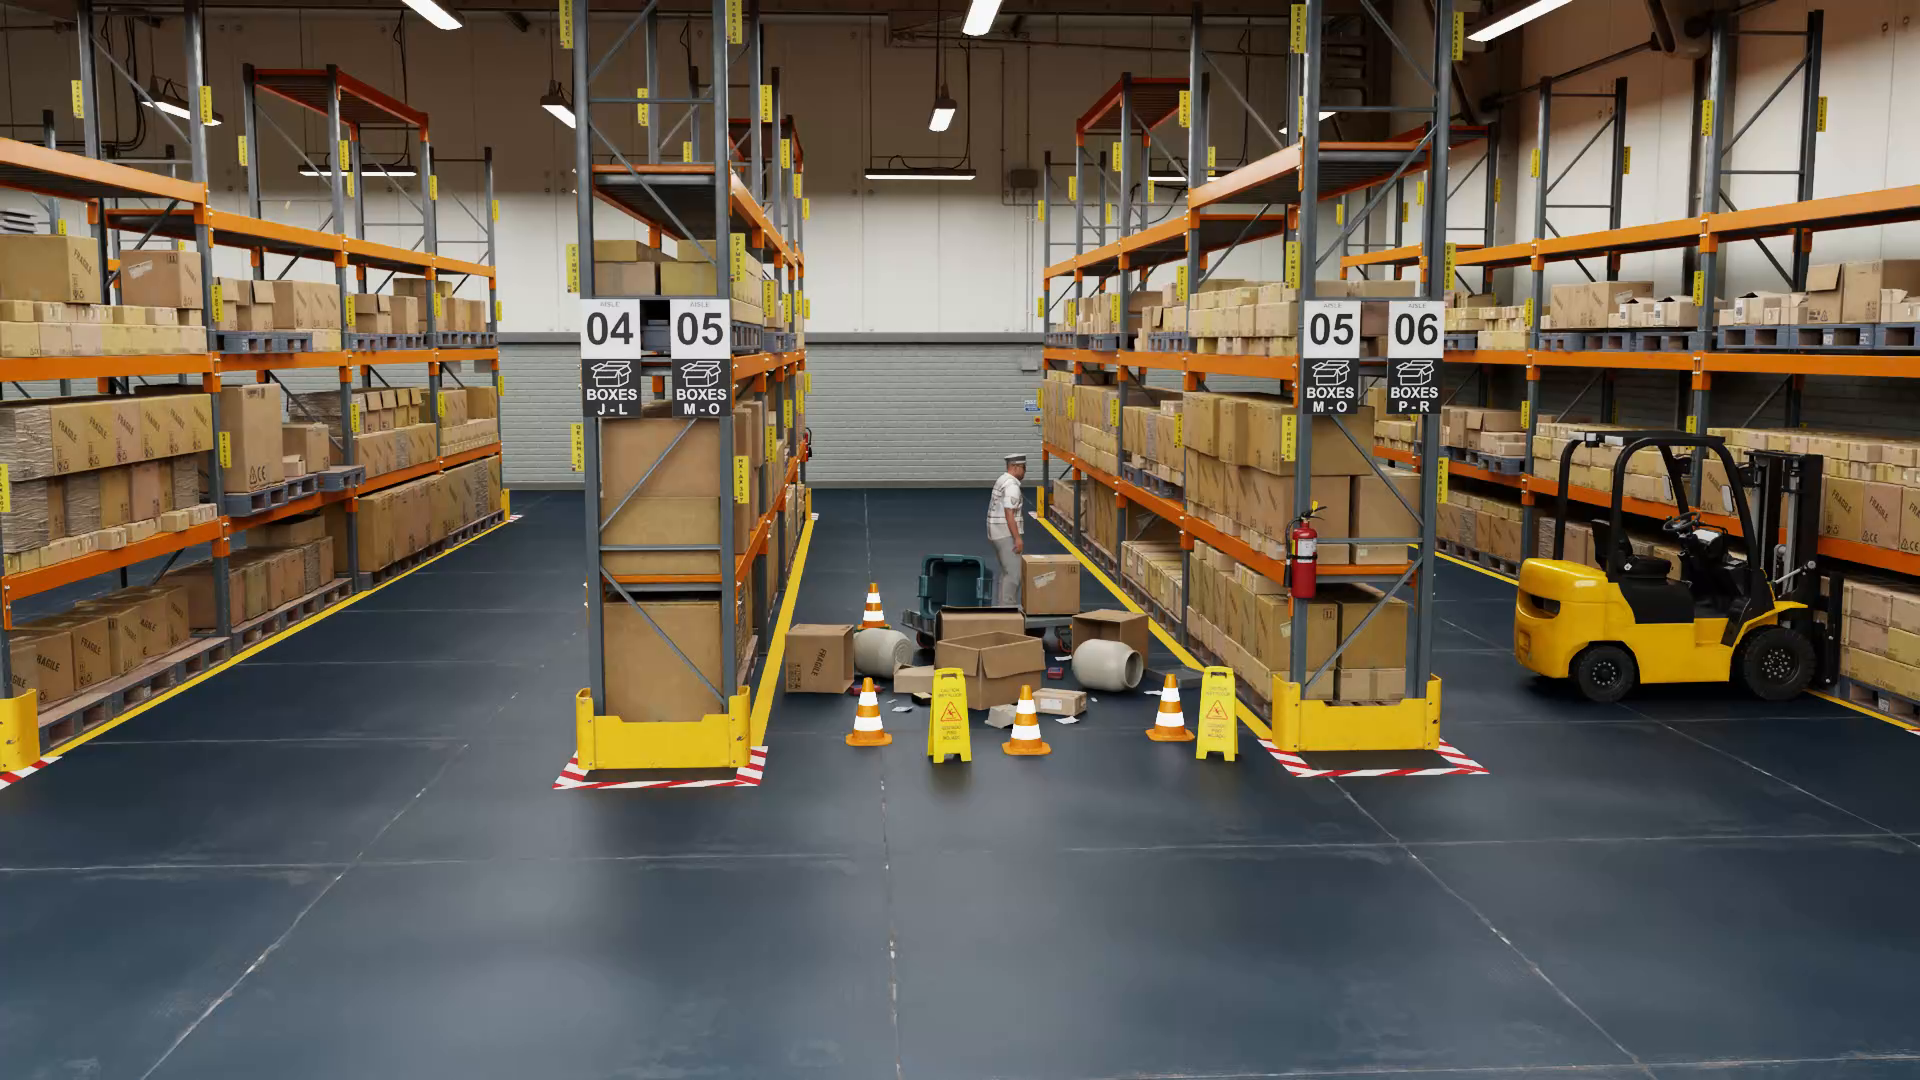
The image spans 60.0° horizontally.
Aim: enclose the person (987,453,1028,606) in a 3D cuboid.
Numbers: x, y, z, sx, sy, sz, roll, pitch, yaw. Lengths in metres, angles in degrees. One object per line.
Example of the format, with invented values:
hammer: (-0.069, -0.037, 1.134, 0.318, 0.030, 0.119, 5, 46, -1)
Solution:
person: (0.511, -0.032, 17.470, 0.435, 1.749, 0.605, -1, 7, -6)
